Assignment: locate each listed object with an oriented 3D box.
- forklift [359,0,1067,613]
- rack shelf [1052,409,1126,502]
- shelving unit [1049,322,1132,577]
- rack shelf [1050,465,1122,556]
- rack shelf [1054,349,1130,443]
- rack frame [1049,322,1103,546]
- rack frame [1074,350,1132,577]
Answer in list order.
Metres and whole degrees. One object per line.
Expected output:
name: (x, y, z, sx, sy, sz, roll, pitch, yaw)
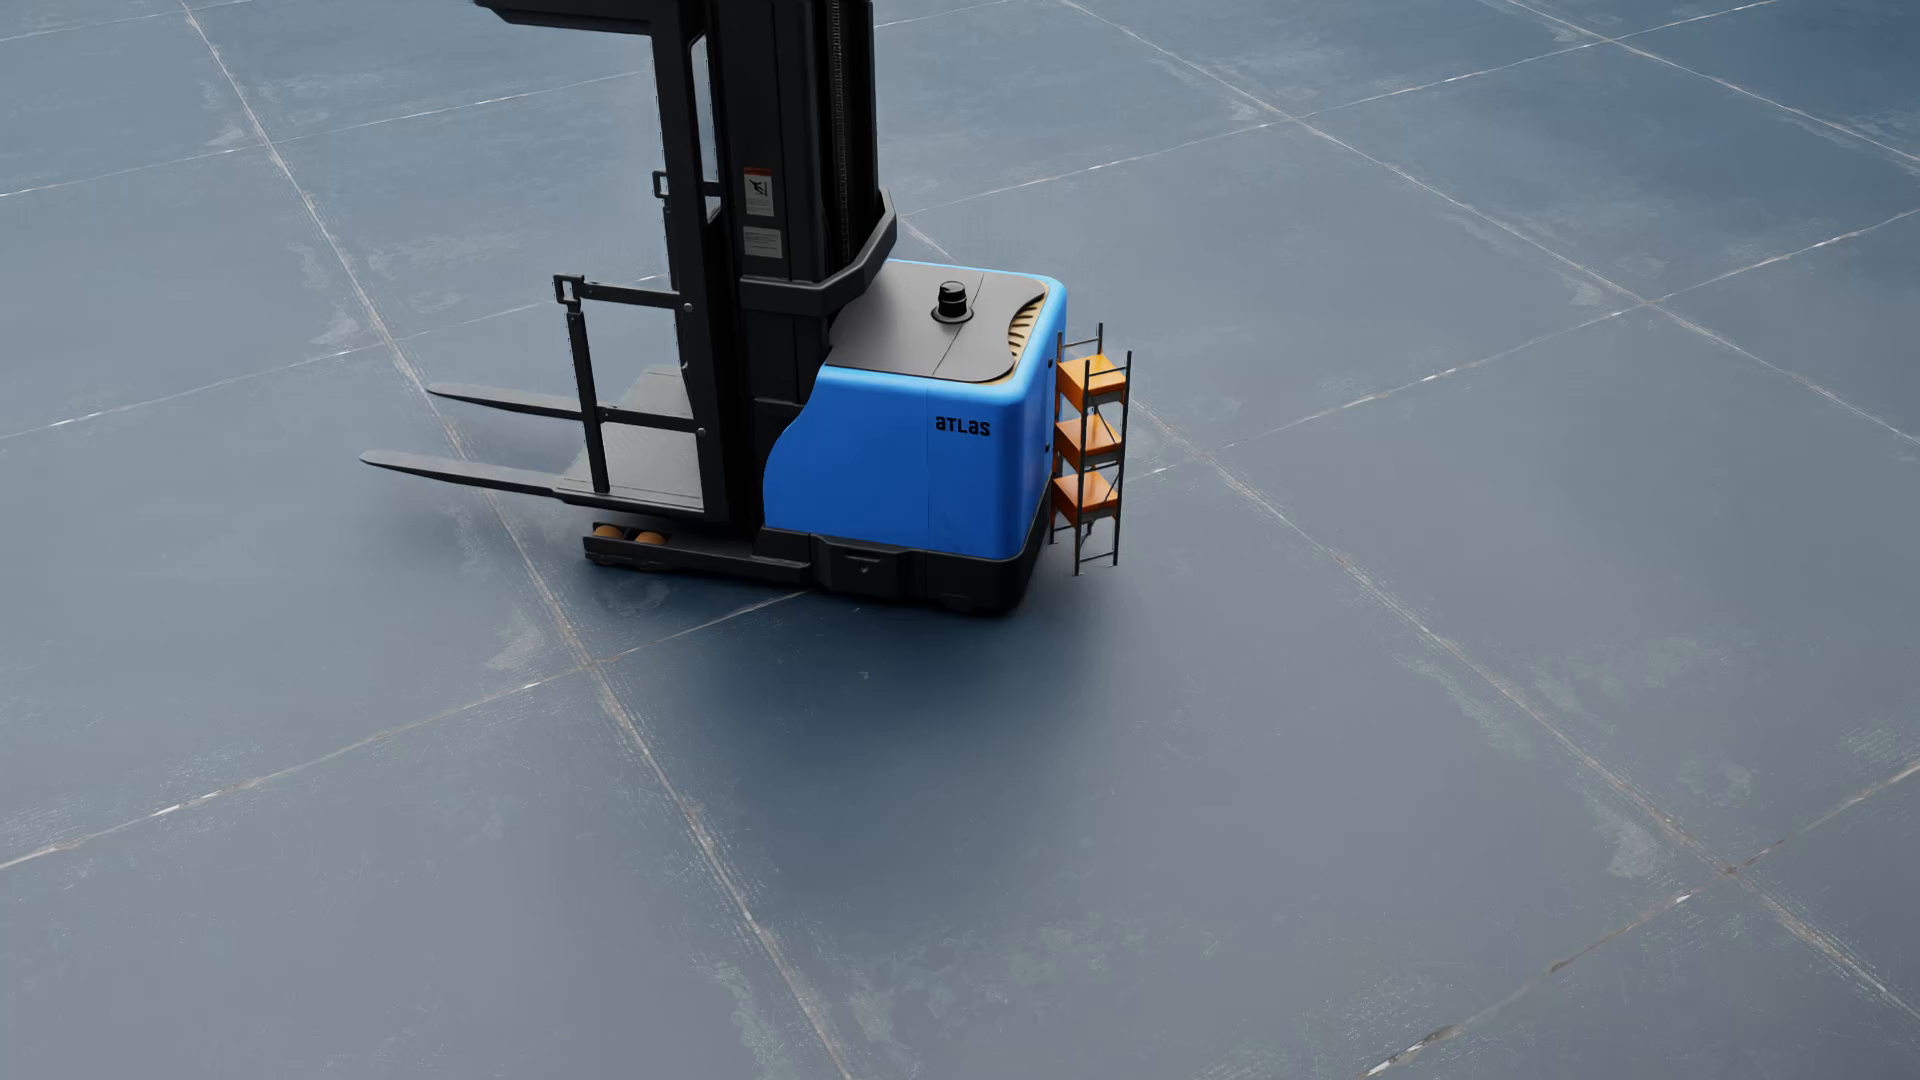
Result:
forklift: (-1.115, -1.343, 6.604, 3.031, 2.935, 1.130, 8, 37, 11)
rack shelf: (0.529, -0.350, 6.857, 0.215, 0.259, 0.240, -14, 38, -18)
shelving unit: (0.529, -0.359, 6.851, 0.215, 1.050, 0.252, -14, 38, -18)
rack shelf: (0.529, -0.126, 7.021, 0.215, 0.259, 0.240, -14, 38, -18)
rack shelf: (0.529, -0.579, 6.690, 0.215, 0.259, 0.240, -14, 38, -18)
rack frame: (0.481, -0.425, 6.941, 0.200, 1.050, 0.008, -14, 38, -18)
rack frame: (0.577, -0.292, 6.760, 0.200, 1.050, 0.008, -14, 38, -18)
